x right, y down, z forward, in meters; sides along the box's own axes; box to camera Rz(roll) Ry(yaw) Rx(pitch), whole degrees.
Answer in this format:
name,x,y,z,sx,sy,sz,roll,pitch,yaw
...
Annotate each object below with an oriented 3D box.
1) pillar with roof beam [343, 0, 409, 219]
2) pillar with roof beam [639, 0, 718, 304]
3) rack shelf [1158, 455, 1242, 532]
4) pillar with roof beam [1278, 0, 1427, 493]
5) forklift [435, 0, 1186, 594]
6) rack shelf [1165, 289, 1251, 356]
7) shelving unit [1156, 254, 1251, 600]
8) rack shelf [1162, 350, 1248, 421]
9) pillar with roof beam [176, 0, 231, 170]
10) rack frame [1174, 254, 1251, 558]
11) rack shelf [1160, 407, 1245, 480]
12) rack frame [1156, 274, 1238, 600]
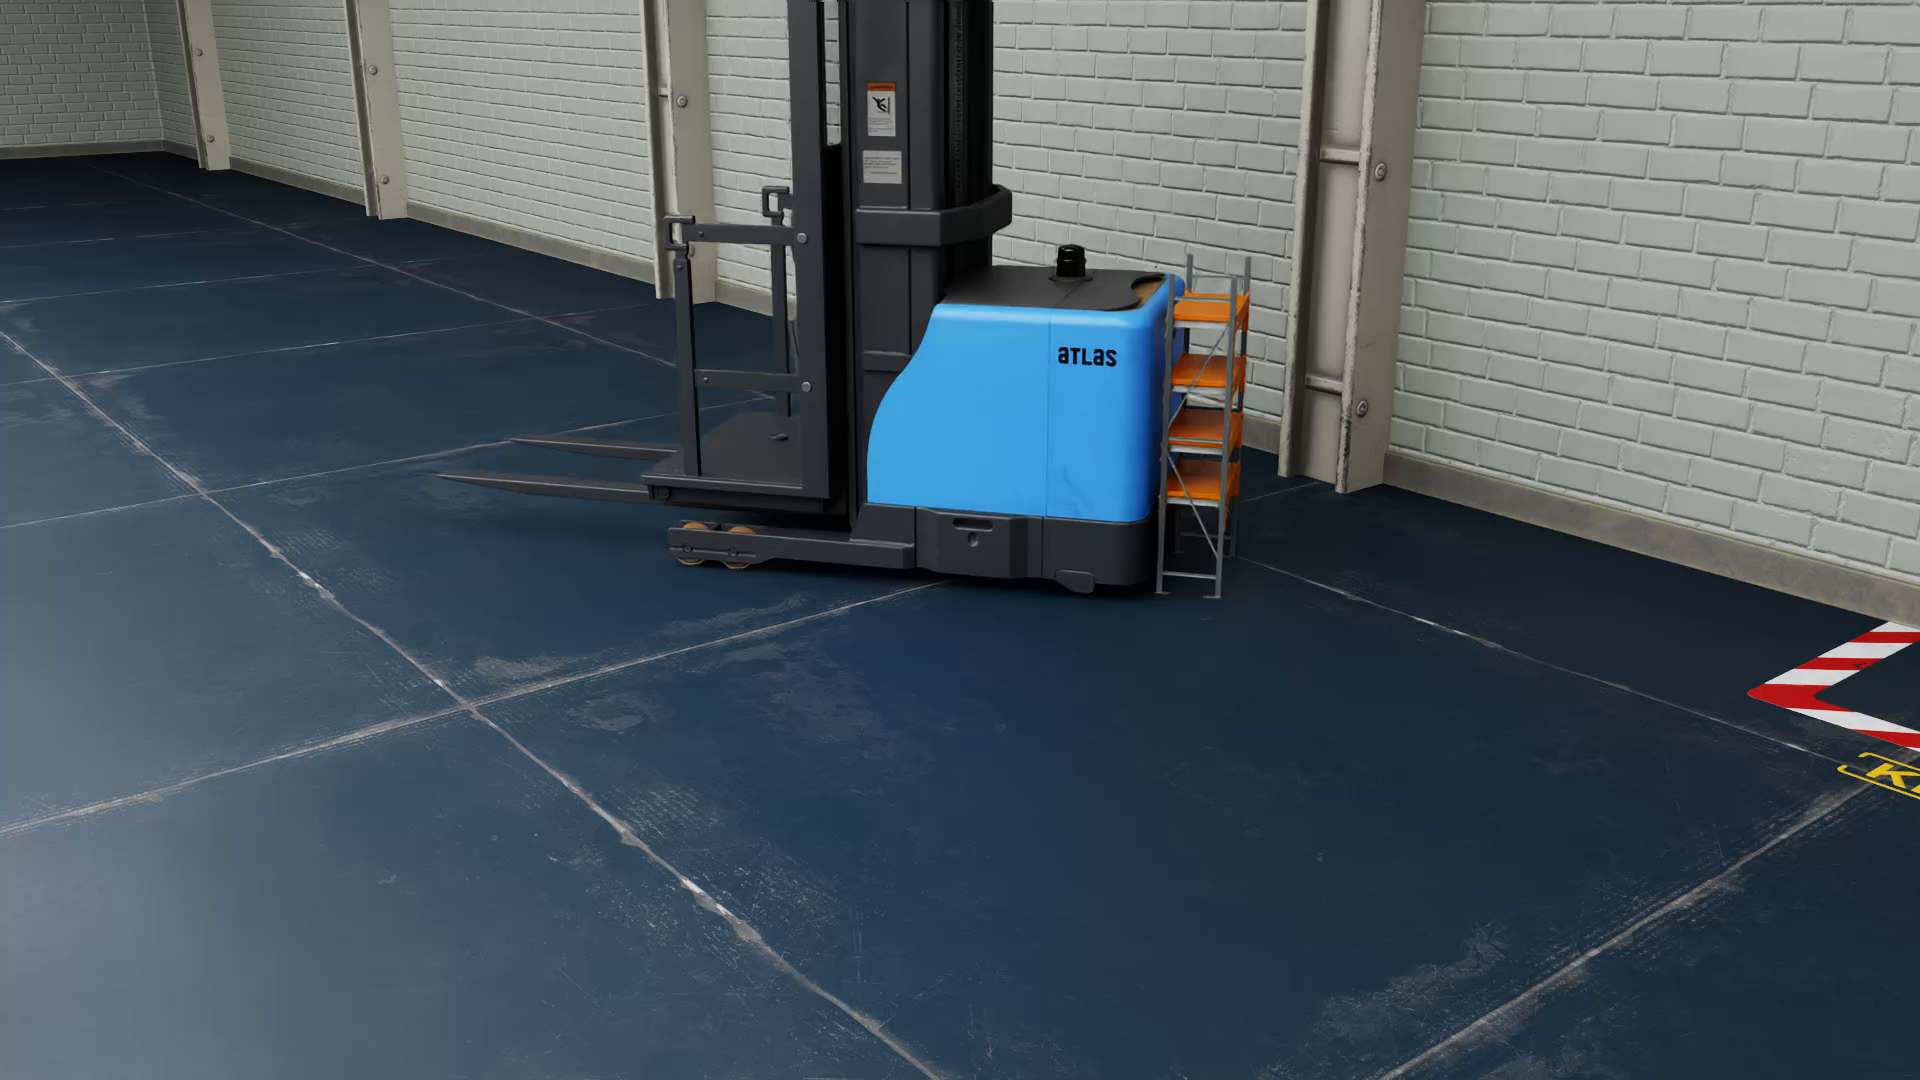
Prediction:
name,x,y,z,sx,sy,sz,roll,pitch,yaw
pillar with roof beam,-9.098,-6.676,12.709,9.100,9.000,0.400,-14,23,-36
pillar with roof beam,-5.373,-5.198,8.244,9.100,9.000,0.400,-14,23,-36
rack shelf,0.919,-0.181,6.347,0.258,0.148,0.480,5,19,14
pillar with roof beam,-1.647,-3.719,3.779,9.100,9.000,0.400,-14,23,-36
forklift,-0.655,-1.429,6.516,3.031,2.935,1.130,5,19,14
rack shelf,0.919,-0.807,6.140,0.258,0.148,0.480,5,19,14
shelving unit,0.919,-0.434,6.263,0.258,1.200,0.503,5,19,14
rack shelf,0.919,-0.582,6.214,0.258,0.148,0.480,5,19,14
pillar with roof beam,-12.823,-8.155,17.173,9.100,9.000,0.400,-14,23,-36
rack frame,0.982,-0.508,6.487,0.240,1.200,0.015,5,19,14
rack shelf,0.919,-0.370,6.284,0.258,0.148,0.480,5,19,14
rack frame,0.856,-0.360,6.039,0.240,1.200,0.015,5,19,14
